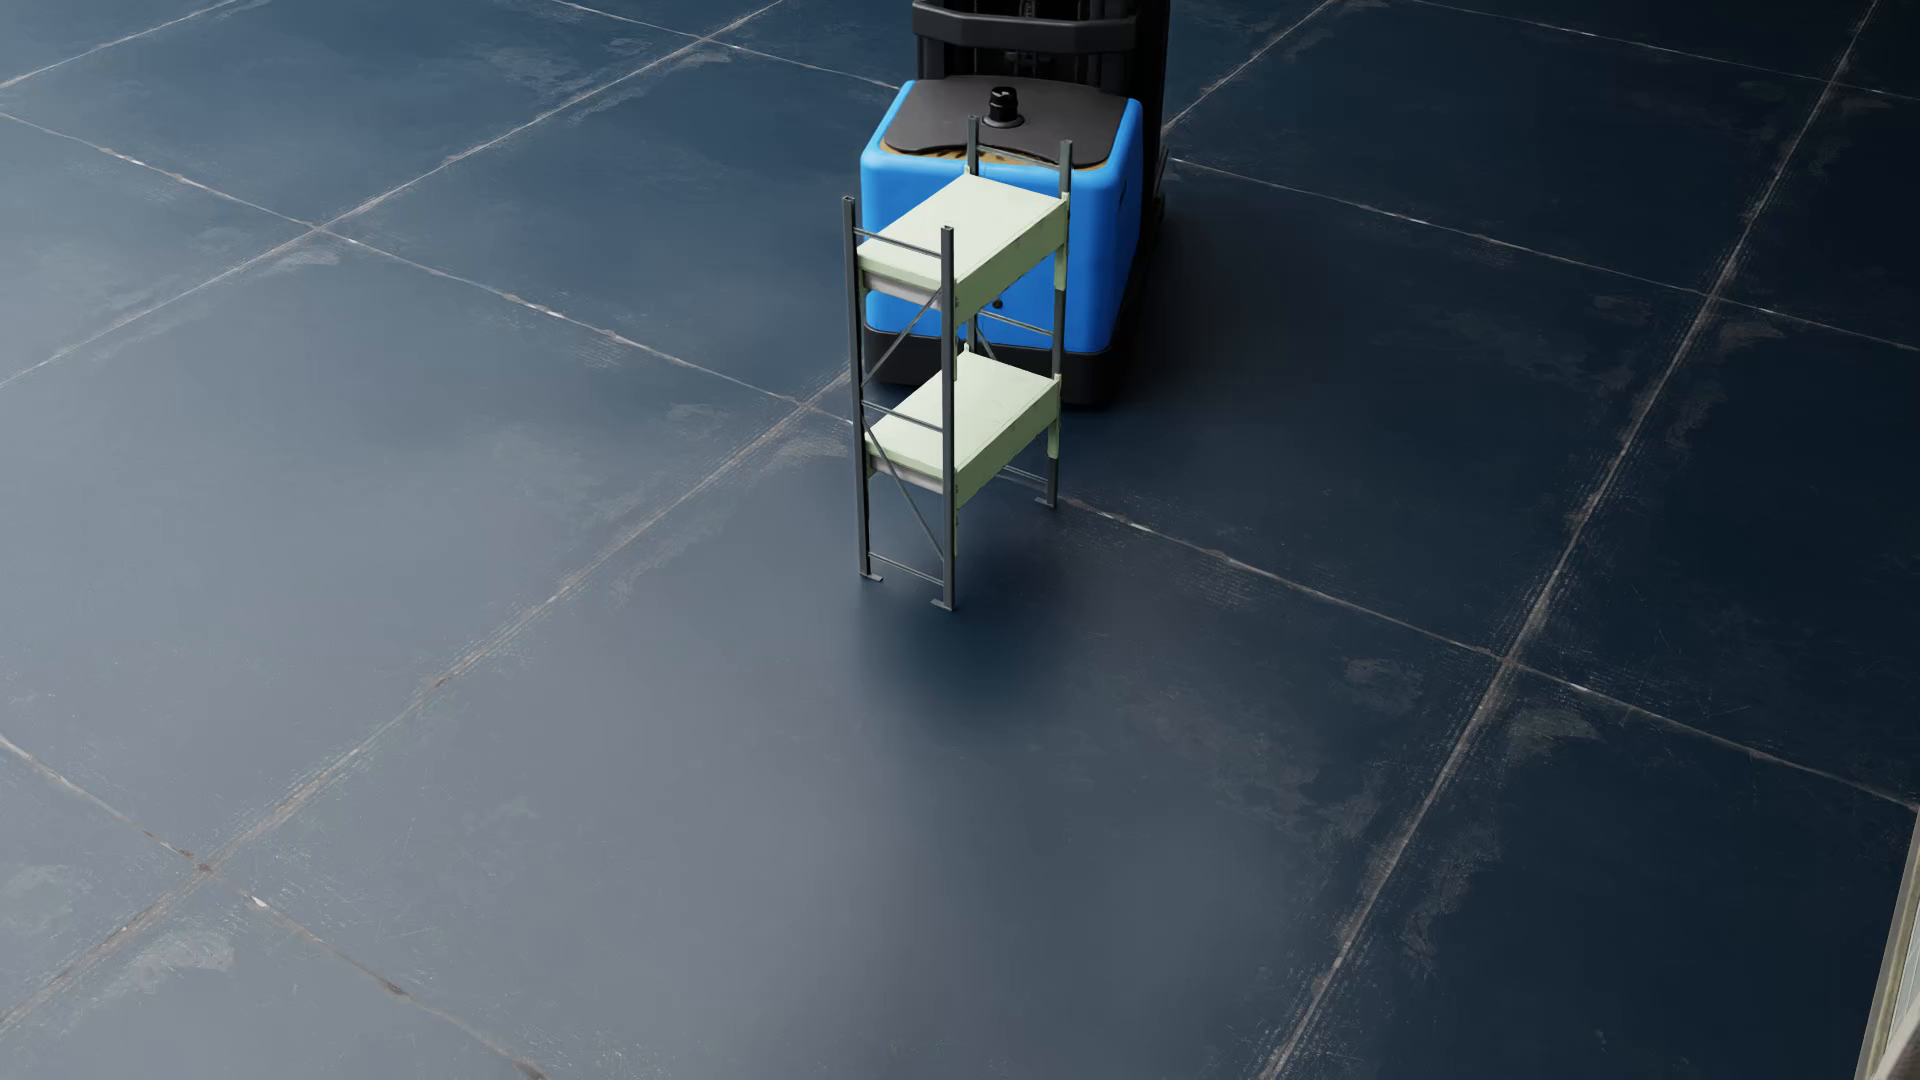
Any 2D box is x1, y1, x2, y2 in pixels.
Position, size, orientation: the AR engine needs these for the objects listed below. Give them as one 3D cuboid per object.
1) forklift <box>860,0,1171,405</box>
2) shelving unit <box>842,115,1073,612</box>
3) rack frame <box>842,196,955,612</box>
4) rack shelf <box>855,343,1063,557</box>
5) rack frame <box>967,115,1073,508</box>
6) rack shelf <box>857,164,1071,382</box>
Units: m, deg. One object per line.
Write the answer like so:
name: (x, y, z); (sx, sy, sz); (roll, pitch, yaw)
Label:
forklift: (0.403, -2.619, 7.247); (1.130, 2.935, 3.031); (7, 38, 9)
shelving unit: (0.004, -0.597, 5.797); (0.431, 1.500, 0.755); (21, 42, 25)
rack frame: (-0.193, -0.409, 5.552); (0.400, 1.500, 0.023); (21, 42, 25)
rack shelf: (0.004, -0.339, 5.996); (0.431, 0.370, 0.720); (21, 42, 25)
rack frame: (0.200, -0.786, 6.041); (0.400, 1.500, 0.023); (21, 42, 25)
rack shelf: (0.004, -0.907, 5.558); (0.431, 0.370, 0.720); (21, 42, 25)
